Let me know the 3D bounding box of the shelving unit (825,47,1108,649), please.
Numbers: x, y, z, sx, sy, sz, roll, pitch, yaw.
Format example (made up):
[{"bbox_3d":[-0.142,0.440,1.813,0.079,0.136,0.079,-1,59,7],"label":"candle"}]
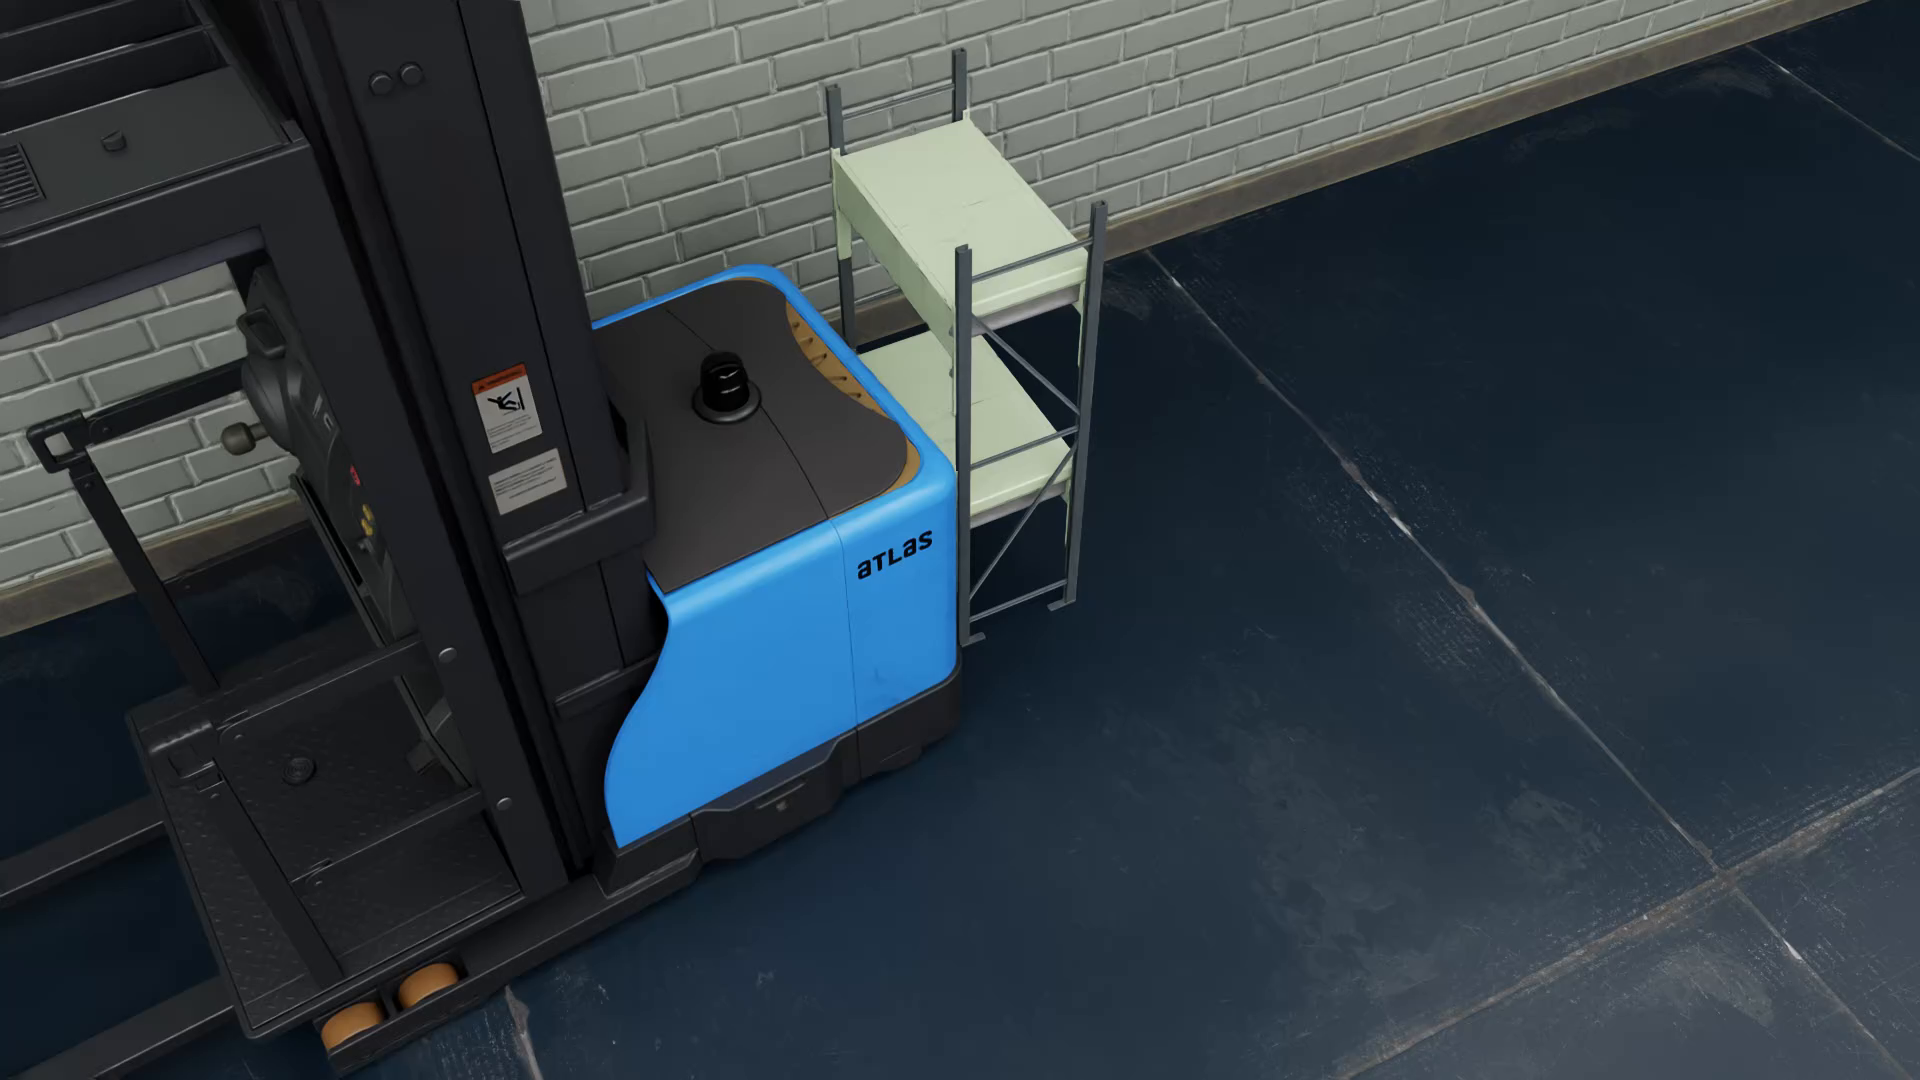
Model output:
[{"bbox_3d":[0.003,-0.489,4.682,0.431,1.500,0.755,-21,52,-18],"label":"shelving unit"}]

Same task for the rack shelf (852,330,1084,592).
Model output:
[{"bbox_3d":[0.003,-0.275,4.927,0.431,0.370,0.720,-21,52,-18],"label":"rack shelf"}]

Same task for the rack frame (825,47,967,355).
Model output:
[{"bbox_3d":[-0.164,-0.734,4.896,0.400,1.500,0.023,-21,52,-18],"label":"rack frame"}]

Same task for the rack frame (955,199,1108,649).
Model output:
[{"bbox_3d":[0.171,-0.244,4.467,0.400,1.500,0.023,-21,52,-18],"label":"rack frame"}]

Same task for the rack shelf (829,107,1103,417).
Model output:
[{"bbox_3d":[0.003,-0.746,4.388,0.431,0.370,0.720,-21,52,-18],"label":"rack shelf"}]

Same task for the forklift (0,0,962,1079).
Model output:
[{"bbox_3d":[-1.511,-0.126,3.413,3.031,2.935,1.130,-26,54,-21],"label":"forklift"}]
